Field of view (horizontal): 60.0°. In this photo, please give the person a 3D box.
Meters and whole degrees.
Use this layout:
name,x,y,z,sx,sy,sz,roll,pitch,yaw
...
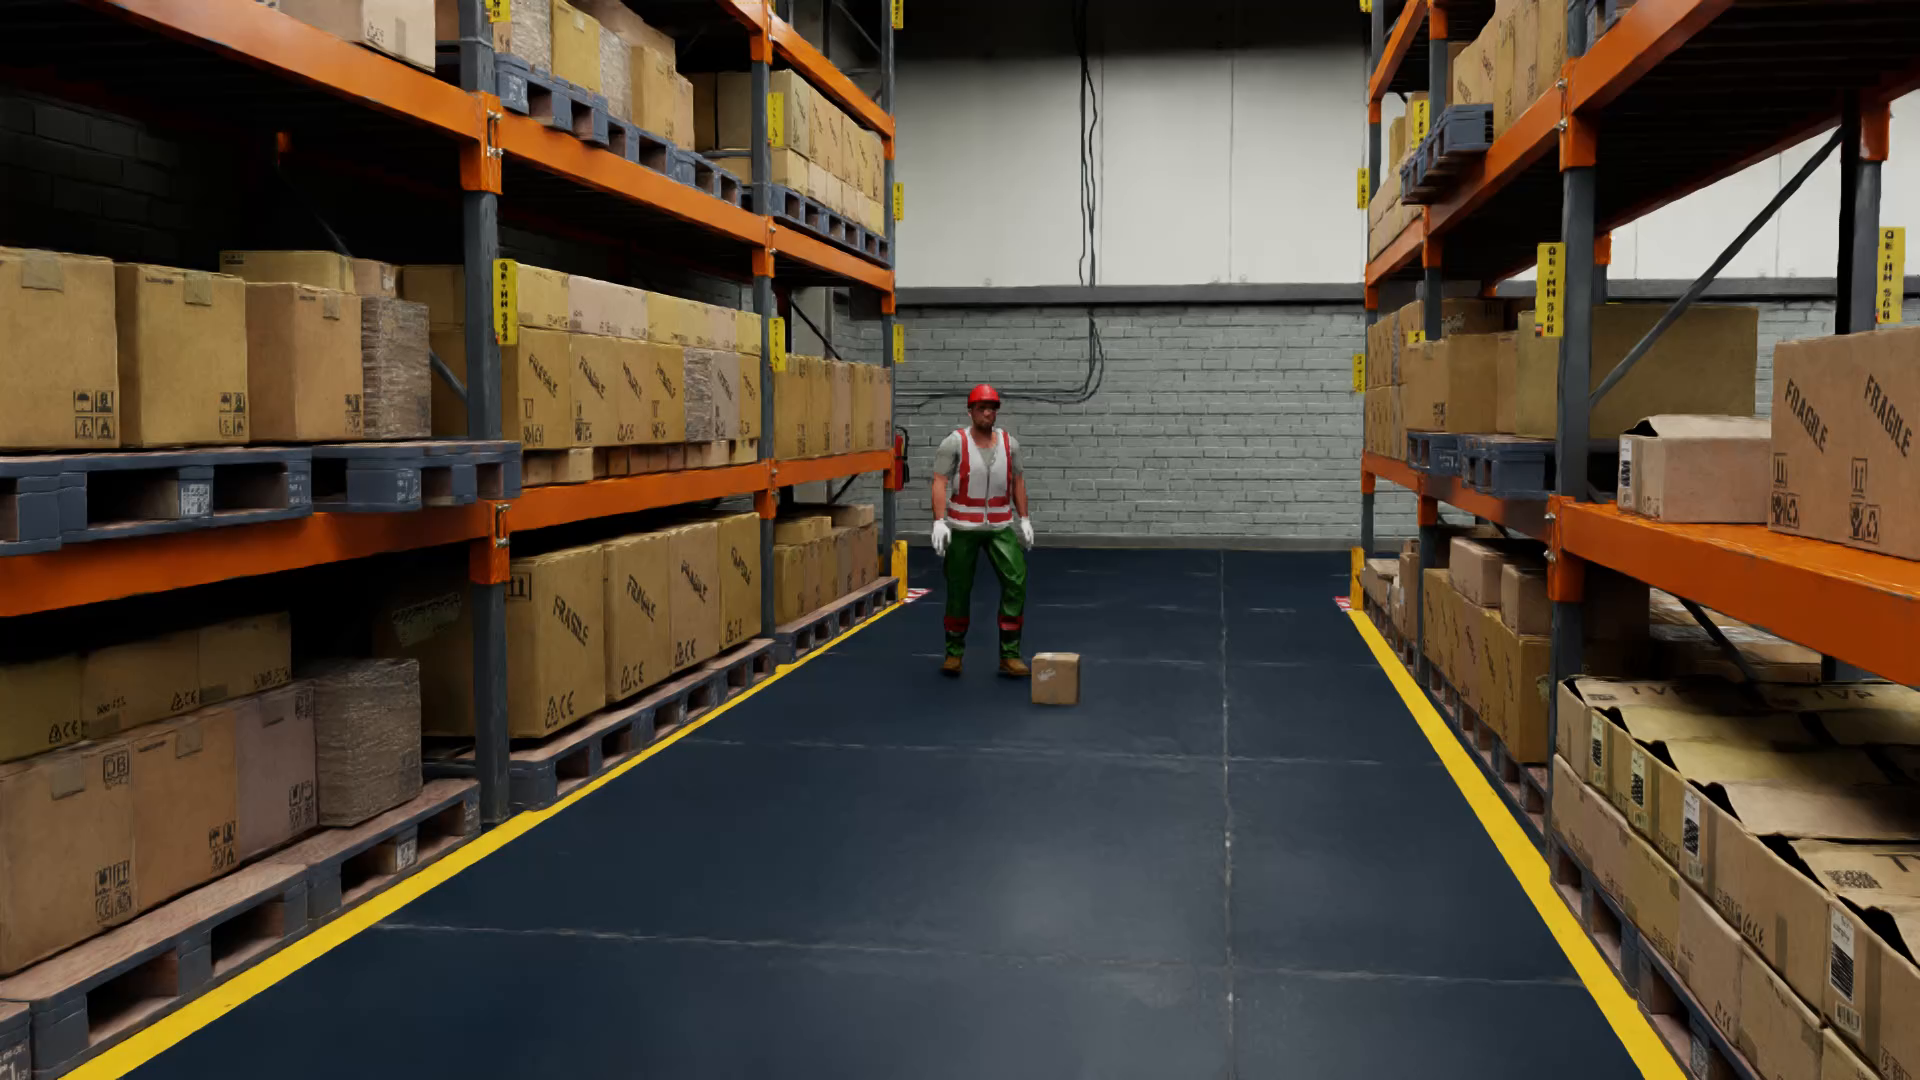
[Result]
name,x,y,z,sx,sy,sz,roll,pitch,yaw
person,0.147,-0.066,10.183,0.691,1.776,0.549,-1,5,-14
